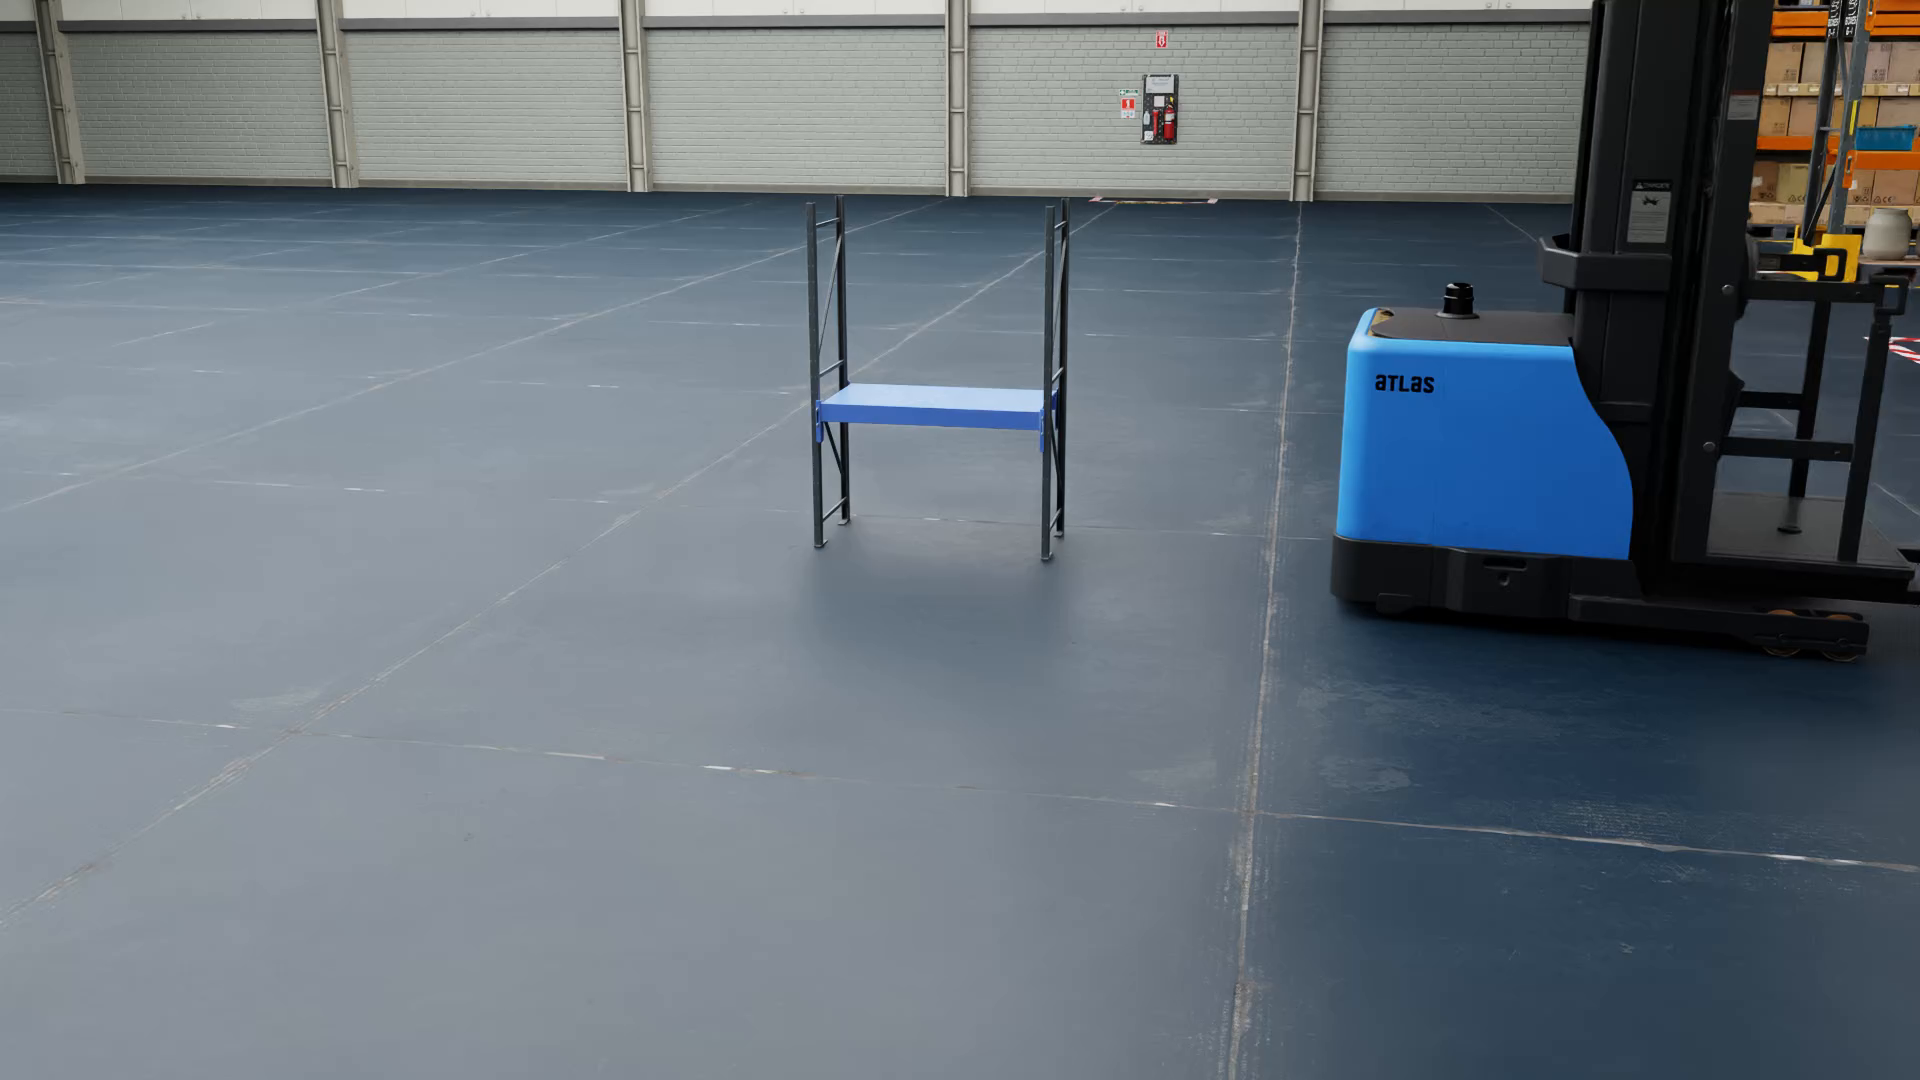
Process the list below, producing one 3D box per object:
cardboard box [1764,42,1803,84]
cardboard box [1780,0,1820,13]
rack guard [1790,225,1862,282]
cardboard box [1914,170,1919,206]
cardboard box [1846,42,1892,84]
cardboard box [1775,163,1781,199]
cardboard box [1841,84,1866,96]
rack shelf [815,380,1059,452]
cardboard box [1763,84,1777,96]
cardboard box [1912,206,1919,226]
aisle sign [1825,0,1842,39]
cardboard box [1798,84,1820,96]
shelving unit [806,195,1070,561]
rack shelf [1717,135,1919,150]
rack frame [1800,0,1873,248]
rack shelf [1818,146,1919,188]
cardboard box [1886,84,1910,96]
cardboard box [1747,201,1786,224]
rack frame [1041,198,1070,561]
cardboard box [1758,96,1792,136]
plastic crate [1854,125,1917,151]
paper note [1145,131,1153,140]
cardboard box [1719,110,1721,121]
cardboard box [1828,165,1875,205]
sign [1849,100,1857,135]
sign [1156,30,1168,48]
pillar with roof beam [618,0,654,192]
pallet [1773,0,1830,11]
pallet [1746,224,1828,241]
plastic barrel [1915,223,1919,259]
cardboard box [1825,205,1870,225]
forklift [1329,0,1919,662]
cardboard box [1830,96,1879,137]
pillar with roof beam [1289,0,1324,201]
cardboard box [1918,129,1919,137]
[{"bbox_3d":[10.392,-6.102,21.283,0.500,0.500,0.700,3,16,11],"label":"cardboard box"},{"bbox_3d":[12.705,-8.088,25.228,0.500,0.500,0.500,4,16,15],"label":"cardboard box"},{"bbox_3d":[8.978,-2.967,17.267,0.348,0.500,1.175,3,16,11],"label":"rack guard"},{"bbox_3d":[12.329,-4.508,21.106,0.500,0.500,0.500,3,16,11],"label":"cardboard box"},{"bbox_3d":[11.403,-6.048,21.091,0.500,0.500,0.700,3,16,11],"label":"cardboard box"},{"bbox_3d":[12.797,-5.620,26.019,0.500,0.500,0.700,2,16,8],"label":"cardboard box"},{"bbox_3d":[11.239,-5.688,21.006,0.250,0.149,0.380,3,16,9],"label":"cardboard box"},{"bbox_3d":[-0.084,-0.554,7.356,1.000,0.185,0.538,3,16,11],"label":"rack shelf"},{"bbox_3d":[10.227,-5.743,21.202,0.250,0.149,0.380,3,16,11],"label":"cardboard box"},{"bbox_3d":[12.326,-4.143,21.194,0.500,0.250,0.500,3,16,11],"label":"cardboard box"},{"bbox_3d":[8.883,-5.498,16.851,0.004,0.787,0.394,3,16,11],"label":"aisle sign"},{"bbox_3d":[10.730,-5.716,21.105,0.250,0.149,0.380,3,16,11],"label":"cardboard box"},{"bbox_3d":[-0.084,-0.727,7.308,1.048,1.500,0.538,3,16,11],"label":"shelving unit"},{"bbox_3d":[11.845,-5.006,21.293,4.000,0.370,1.077,3,16,11],"label":"rack shelf"},{"bbox_3d":[8.895,-4.164,16.904,0.127,3.000,1.000,3,16,11],"label":"rack frame"},{"bbox_3d":[10.855,-3.711,16.616,4.000,0.370,1.077,3,16,11],"label":"rack shelf"},{"bbox_3d":[11.733,-5.661,20.906,0.250,0.149,0.380,3,16,12],"label":"cardboard box"},{"bbox_3d":[10.367,-4.250,21.579,0.500,0.250,0.500,3,16,11],"label":"cardboard box"},{"bbox_3d":[0.415,-0.700,7.211,0.032,1.500,0.500,3,16,11],"label":"rack frame"},{"bbox_3d":[10.340,-5.479,21.466,0.500,0.500,0.700,3,16,11],"label":"cardboard box"},{"bbox_3d":[9.445,-4.144,17.110,0.616,0.251,0.499,3,16,11],"label":"plastic crate"},{"bbox_3d":[3.274,-7.008,28.822,0.142,0.148,0.016,3,16,11],"label":"paper note"},{"bbox_3d":[11.795,-6.560,25.797,0.500,0.250,0.500,3,16,9],"label":"cardboard box"},{"bbox_3d":[11.349,-4.562,21.301,0.500,0.500,0.500,3,16,11],"label":"cardboard box"},{"bbox_3d":[8.781,-4.153,16.348,0.005,0.325,0.100,3,16,11],"label":"sign"},{"bbox_3d":[3.445,-8.549,28.391,0.199,0.298,0.001,3,16,11],"label":"sign"},{"bbox_3d":[-6.770,-9.667,25.533,0.400,9.000,9.100,3,16,11],"label":"pillar with roof beam"},{"bbox_3d":[10.573,-6.818,21.032,1.213,0.211,1.003,3,16,11],"label":"pallet"},{"bbox_3d":[10.643,-4.086,21.846,1.213,0.211,1.003,3,16,11],"label":"pallet"},{"bbox_3d":[10.046,-3.125,17.029,0.421,0.512,0.421,0,15,0],"label":"plastic barrel"},{"bbox_3d":[11.347,-4.197,21.390,0.500,0.250,0.500,3,16,11],"label":"cardboard box"},{"bbox_3d":[3.017,-1.137,6.105,3.031,2.935,1.130,5,16,16],"label":"forklift"},{"bbox_3d":[11.341,-5.425,21.269,0.500,0.500,0.700,3,16,11],"label":"cardboard box"},{"bbox_3d":[4.990,-9.028,23.228,0.400,9.000,9.100,3,16,11],"label":"pillar with roof beam"},{"bbox_3d":[12.360,-5.371,21.074,0.500,0.500,0.700,3,16,12],"label":"cardboard box"}]
